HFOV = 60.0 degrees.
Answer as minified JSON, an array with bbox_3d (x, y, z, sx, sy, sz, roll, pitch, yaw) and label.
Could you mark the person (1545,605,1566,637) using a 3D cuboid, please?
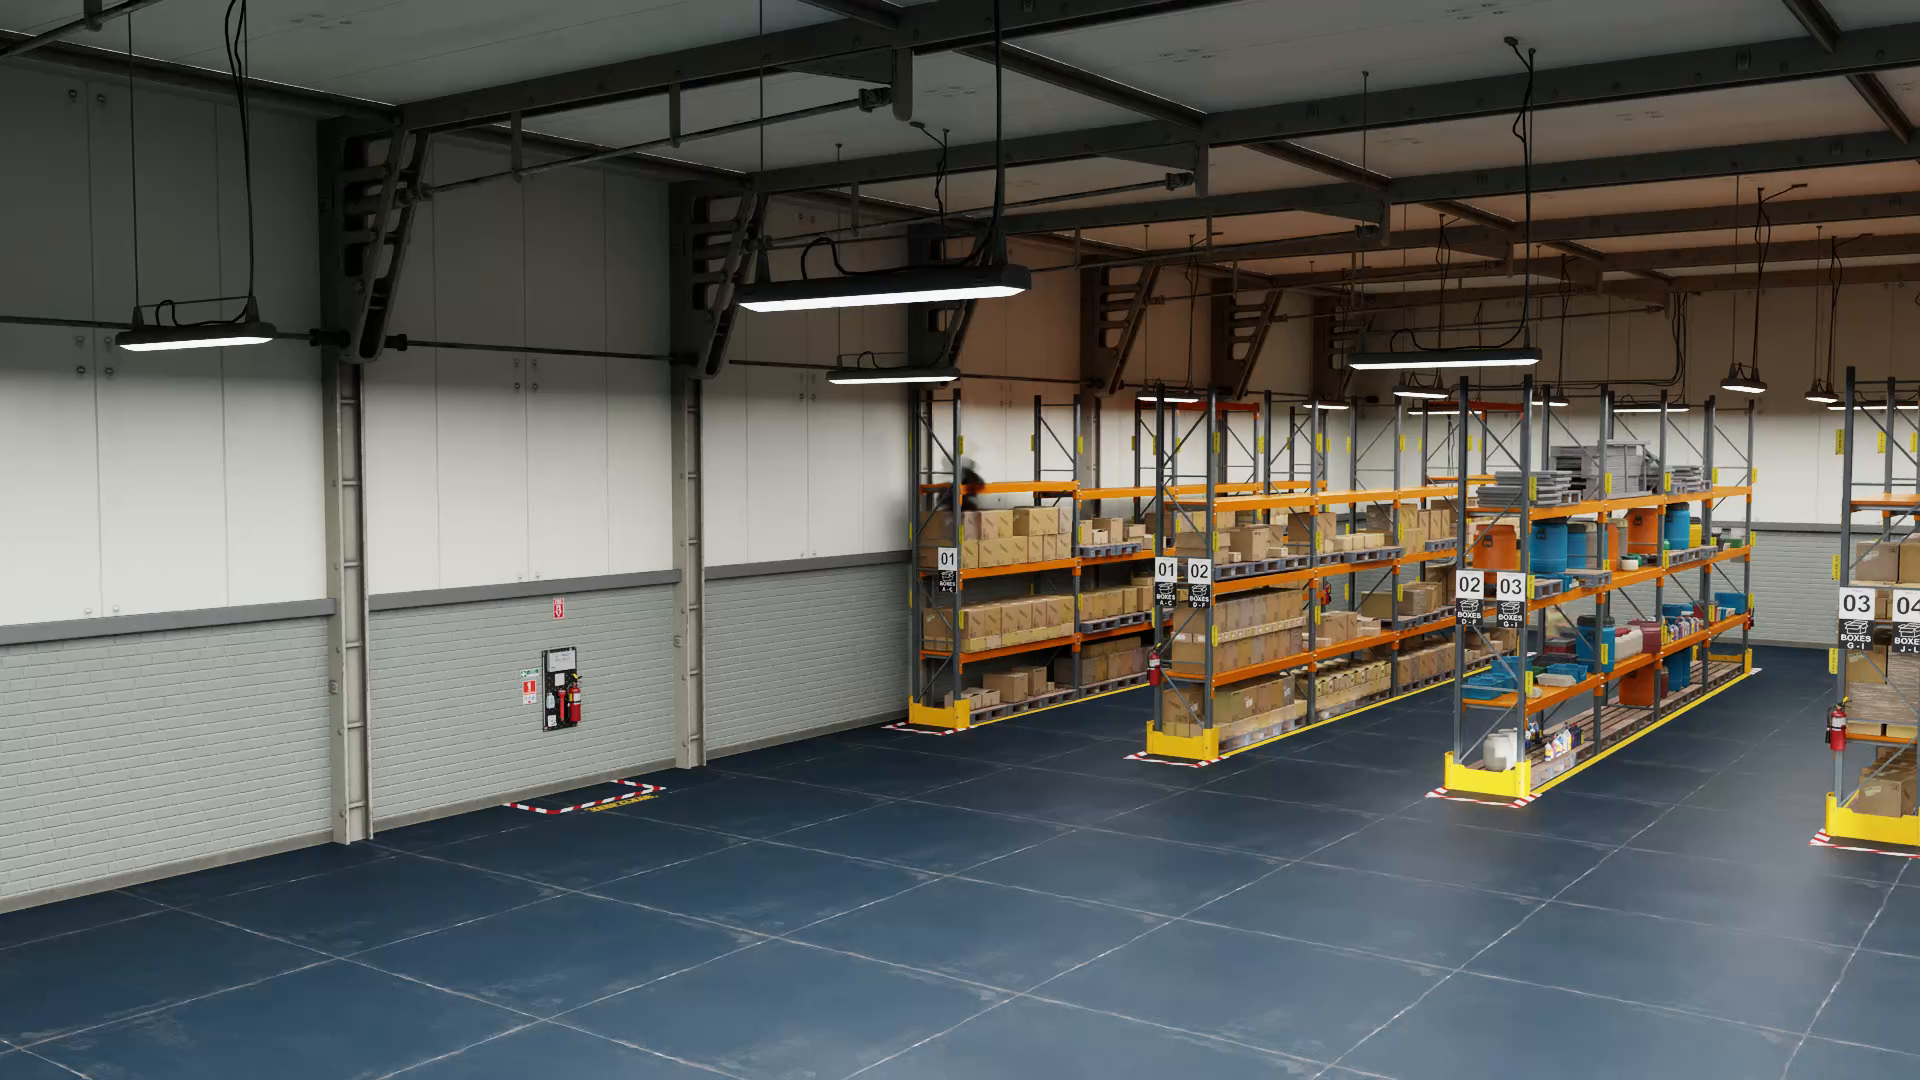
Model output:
[{"bbox_3d":[12.821,2.098,36.037,0.587,1.649,0.989,1,4,24],"label":"person"}]
